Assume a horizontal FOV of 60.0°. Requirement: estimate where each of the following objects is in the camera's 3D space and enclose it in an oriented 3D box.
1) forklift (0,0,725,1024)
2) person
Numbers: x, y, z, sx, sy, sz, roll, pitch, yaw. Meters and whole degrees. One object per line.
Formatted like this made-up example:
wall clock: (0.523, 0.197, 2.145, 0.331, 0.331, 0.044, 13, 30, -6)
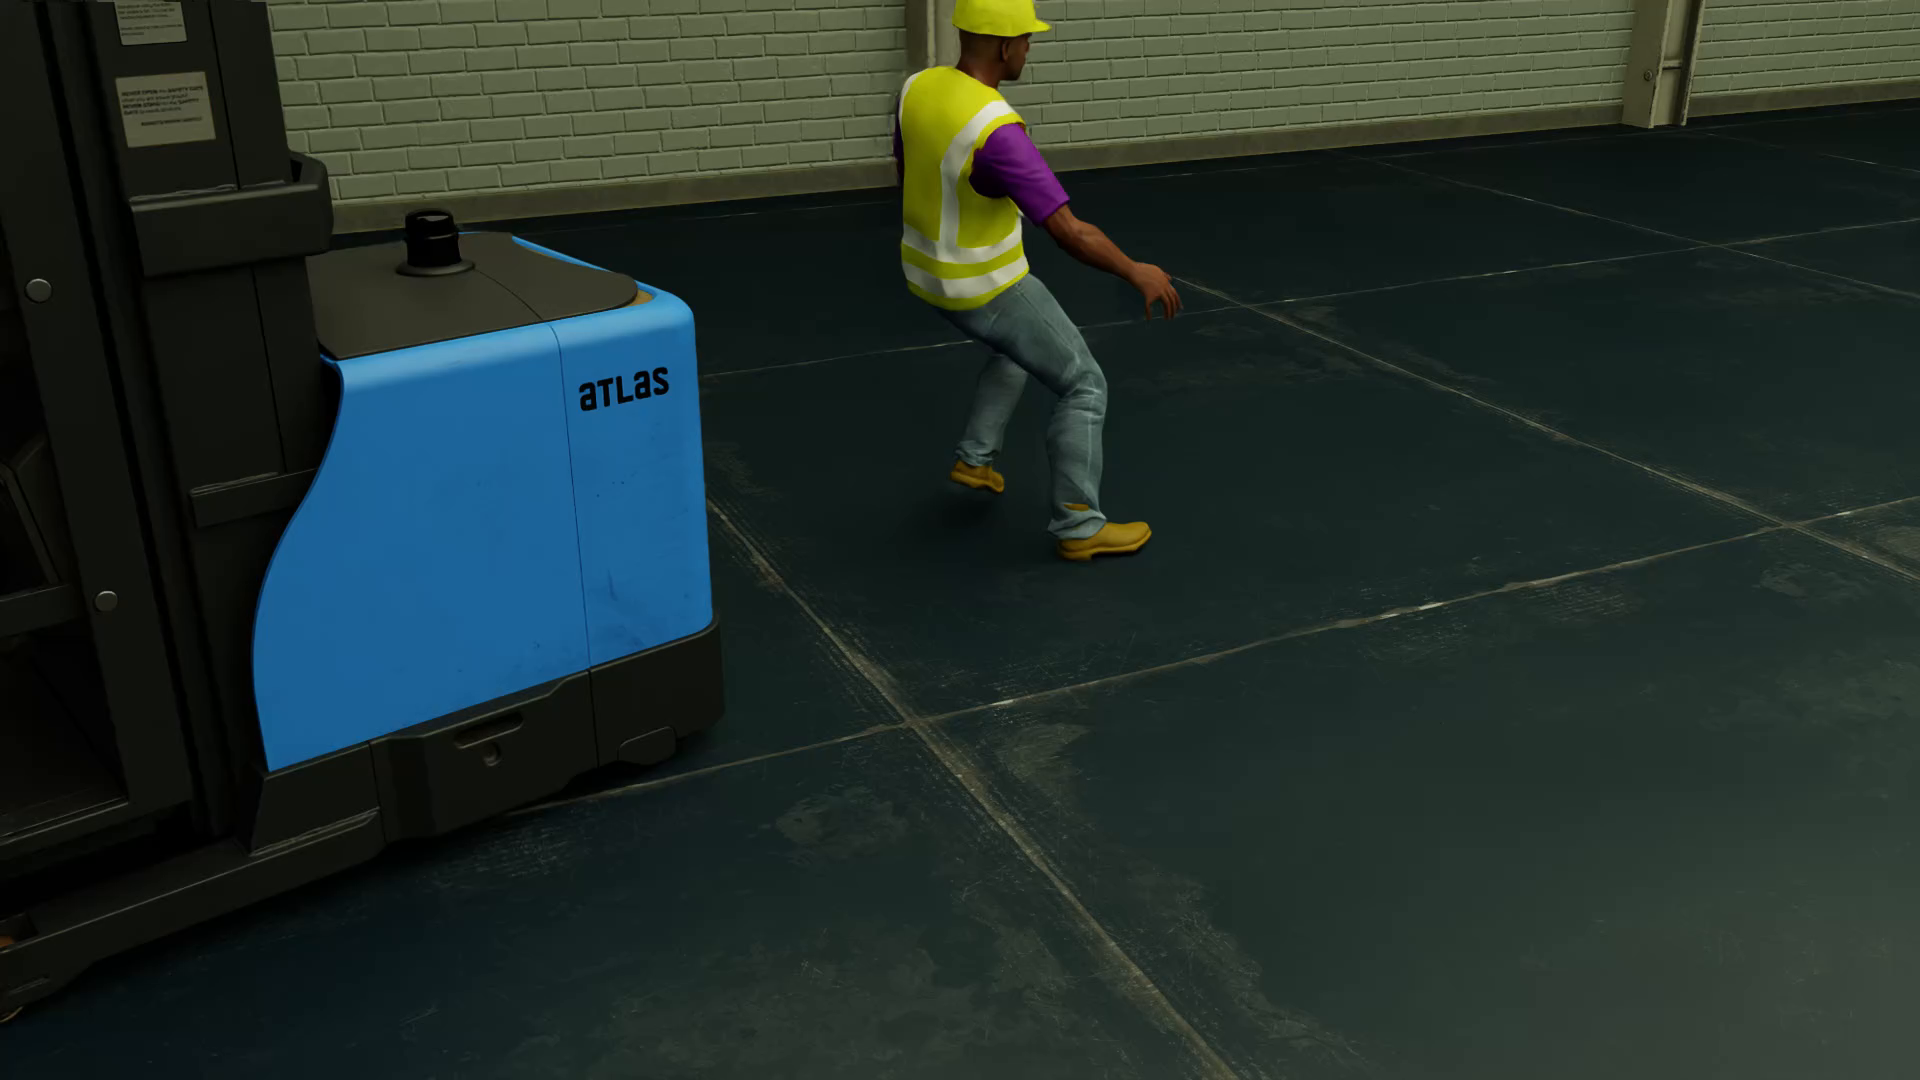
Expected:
forklift: (-2.011, -0.655, 2.862, 3.031, 2.935, 1.130, -18, 28, -36)
person: (0.167, -0.802, 4.904, 0.614, 1.644, 0.860, -13, 26, -28)
